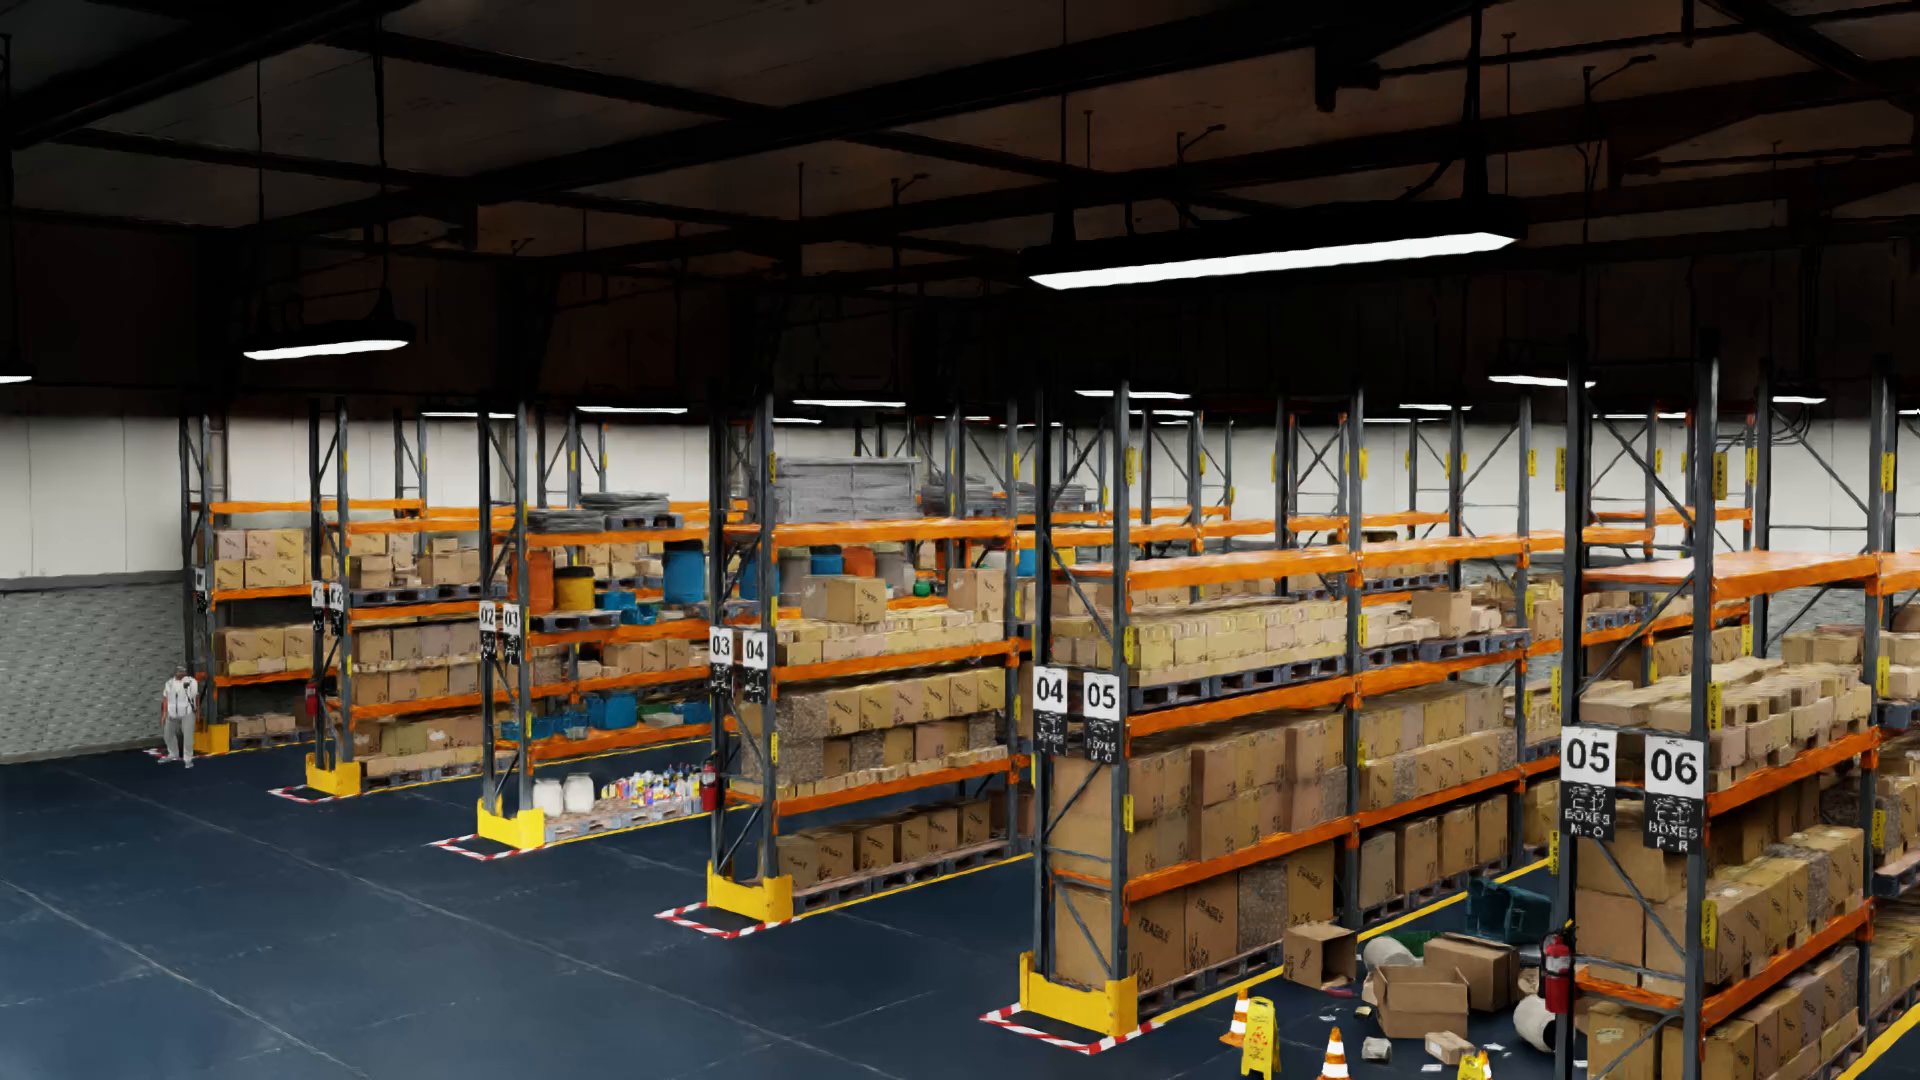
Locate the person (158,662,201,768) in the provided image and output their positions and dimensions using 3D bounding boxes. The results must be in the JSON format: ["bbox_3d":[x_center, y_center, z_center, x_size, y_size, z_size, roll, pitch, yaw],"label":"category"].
[{"bbox_3d":[-12.901,2.856,27.370,0.736,1.743,0.549,0,3,-1],"label":"person"}]
